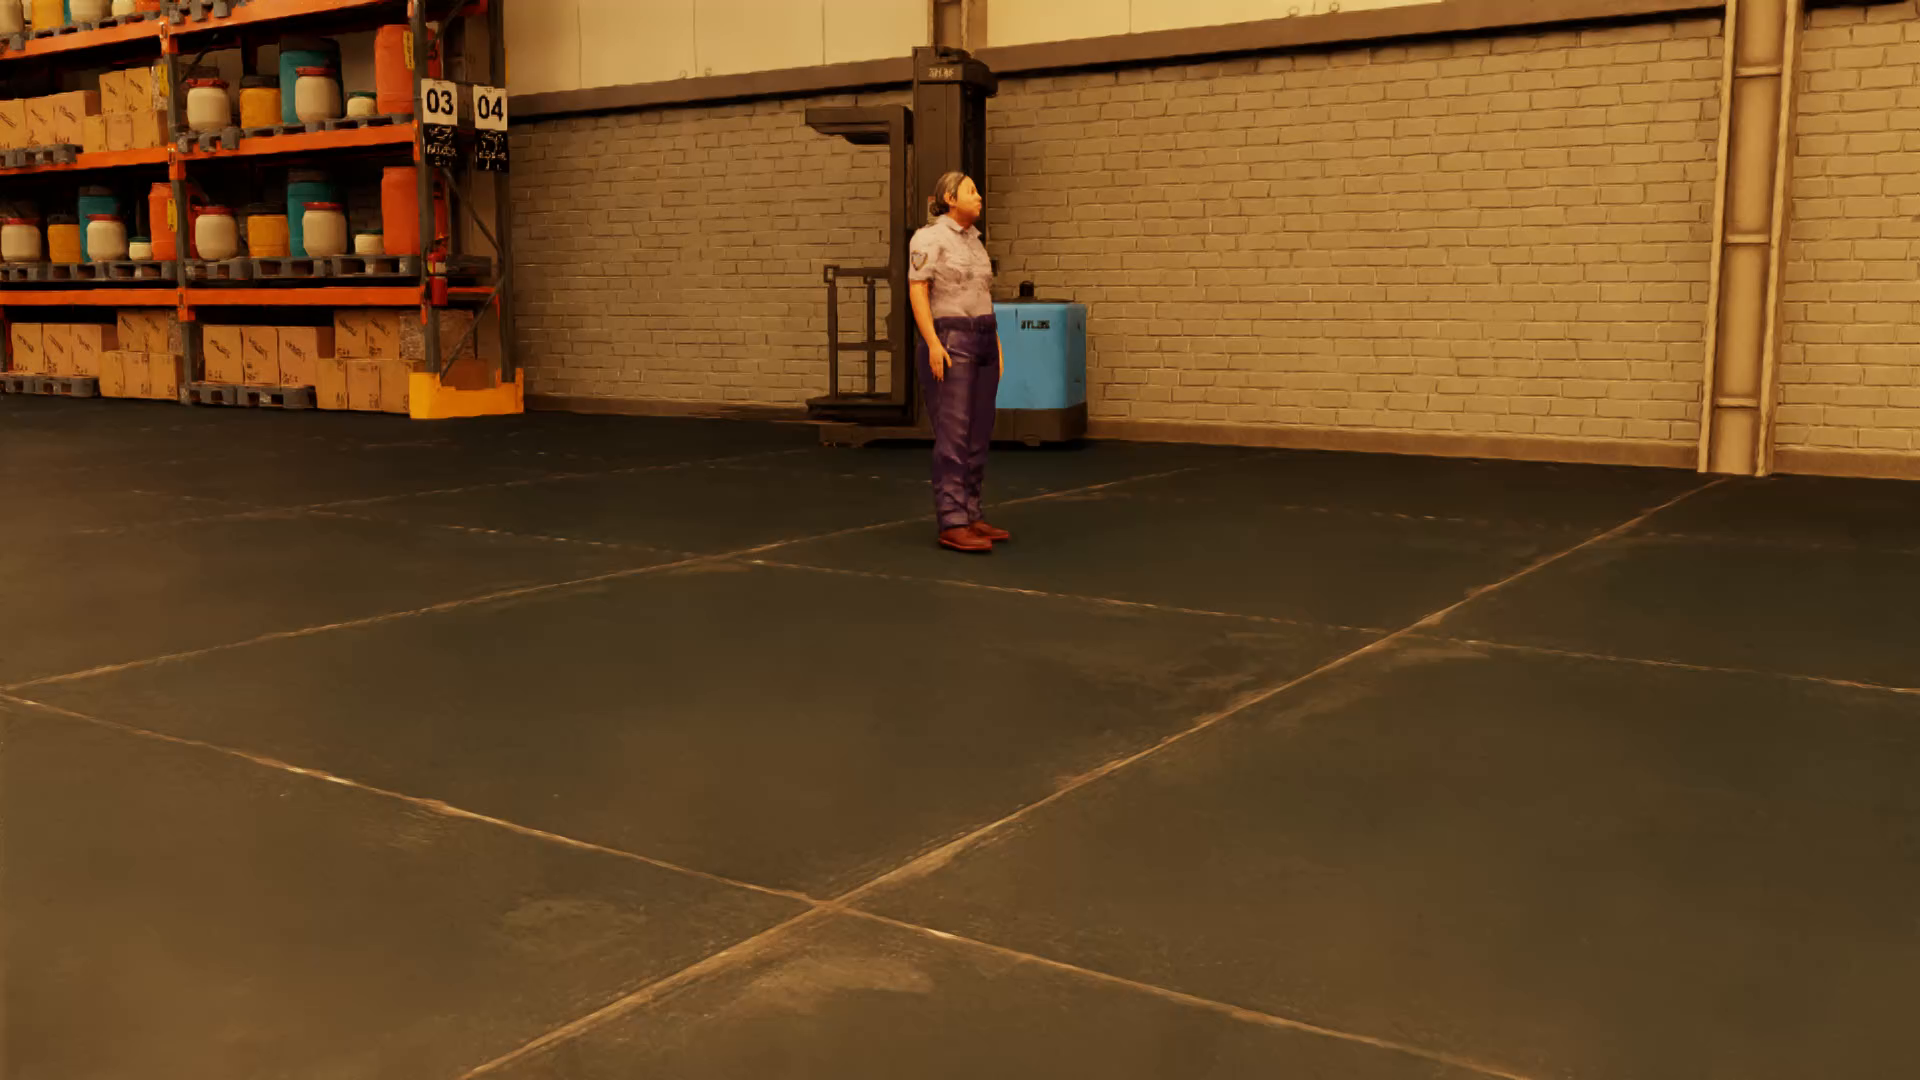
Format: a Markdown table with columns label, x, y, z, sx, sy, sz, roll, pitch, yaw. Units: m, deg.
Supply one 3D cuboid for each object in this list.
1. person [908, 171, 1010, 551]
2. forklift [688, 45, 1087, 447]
| label | x | y | z | sx | sy | sz | roll | pitch | yaw |
| --- | --- | --- | --- | --- | --- | --- | --- | --- | --- |
| person | 0.062 | -0.809 | 7.419 | 0.502 | 1.642 | 0.599 | 5 | 10 | 34 |
| forklift | -0.578 | -2.218 | 12.791 | 3.031 | 2.935 | 1.130 | 2 | 8 | 14 |
